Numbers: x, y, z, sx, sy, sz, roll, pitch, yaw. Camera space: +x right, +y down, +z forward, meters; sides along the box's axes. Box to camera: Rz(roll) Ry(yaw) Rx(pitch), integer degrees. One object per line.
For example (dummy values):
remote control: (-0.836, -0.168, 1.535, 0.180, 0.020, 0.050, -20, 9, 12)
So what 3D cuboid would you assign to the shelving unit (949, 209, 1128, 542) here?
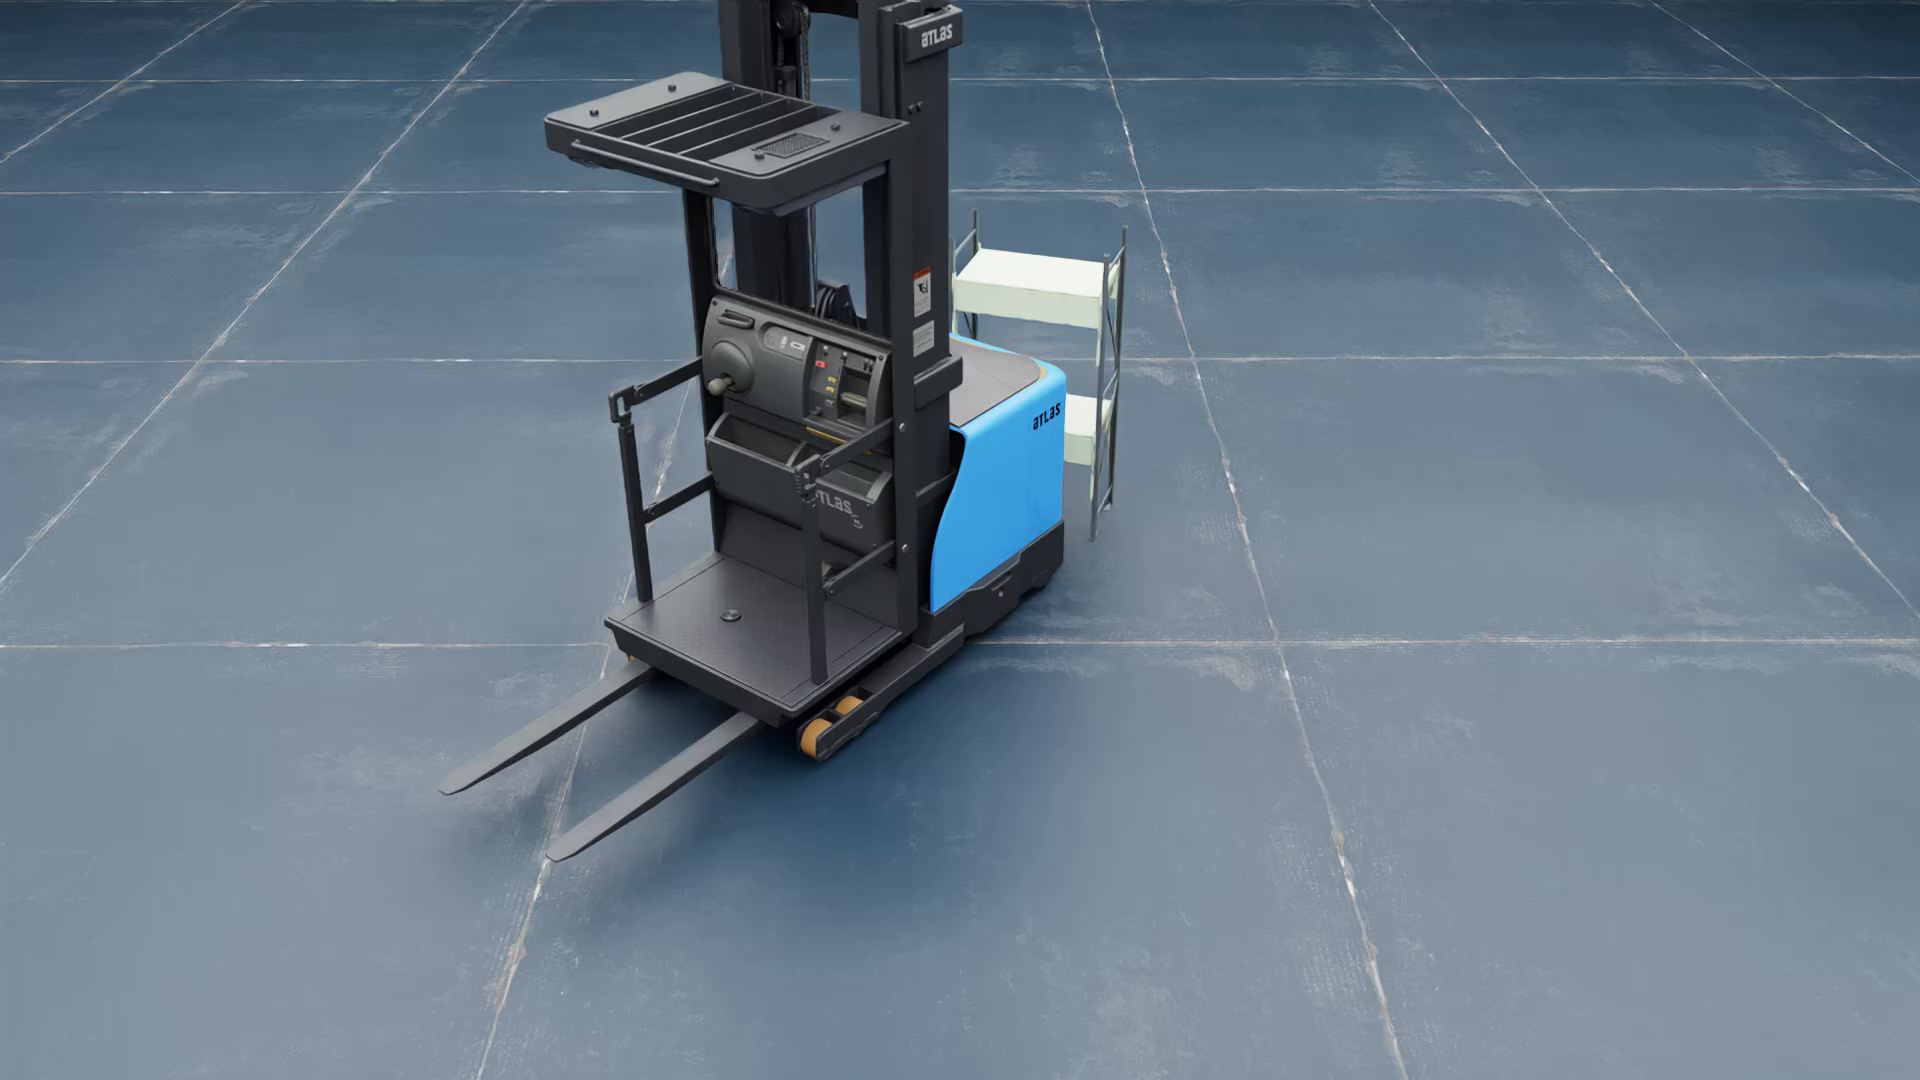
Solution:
shelving unit: (0.368, -0.791, 8.108, 0.755, 1.500, 0.431, 10, 33, 15)

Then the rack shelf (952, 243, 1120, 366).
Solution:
rack shelf: (0.368, -1.125, 7.906, 0.720, 0.370, 0.431, 10, 33, 15)

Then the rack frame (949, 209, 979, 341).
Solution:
rack frame: (0.019, -0.850, 8.205, 0.023, 1.500, 0.400, 10, 33, 15)

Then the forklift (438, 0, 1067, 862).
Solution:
forklift: (-0.795, -0.646, 6.489, 1.130, 2.935, 3.031, 21, 37, 31)

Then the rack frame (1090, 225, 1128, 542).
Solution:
rack frame: (0.716, -0.733, 8.012, 0.023, 1.500, 0.400, 10, 33, 15)

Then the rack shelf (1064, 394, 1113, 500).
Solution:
rack shelf: (0.368, -0.513, 8.278, 0.720, 0.370, 0.431, 10, 33, 15)
